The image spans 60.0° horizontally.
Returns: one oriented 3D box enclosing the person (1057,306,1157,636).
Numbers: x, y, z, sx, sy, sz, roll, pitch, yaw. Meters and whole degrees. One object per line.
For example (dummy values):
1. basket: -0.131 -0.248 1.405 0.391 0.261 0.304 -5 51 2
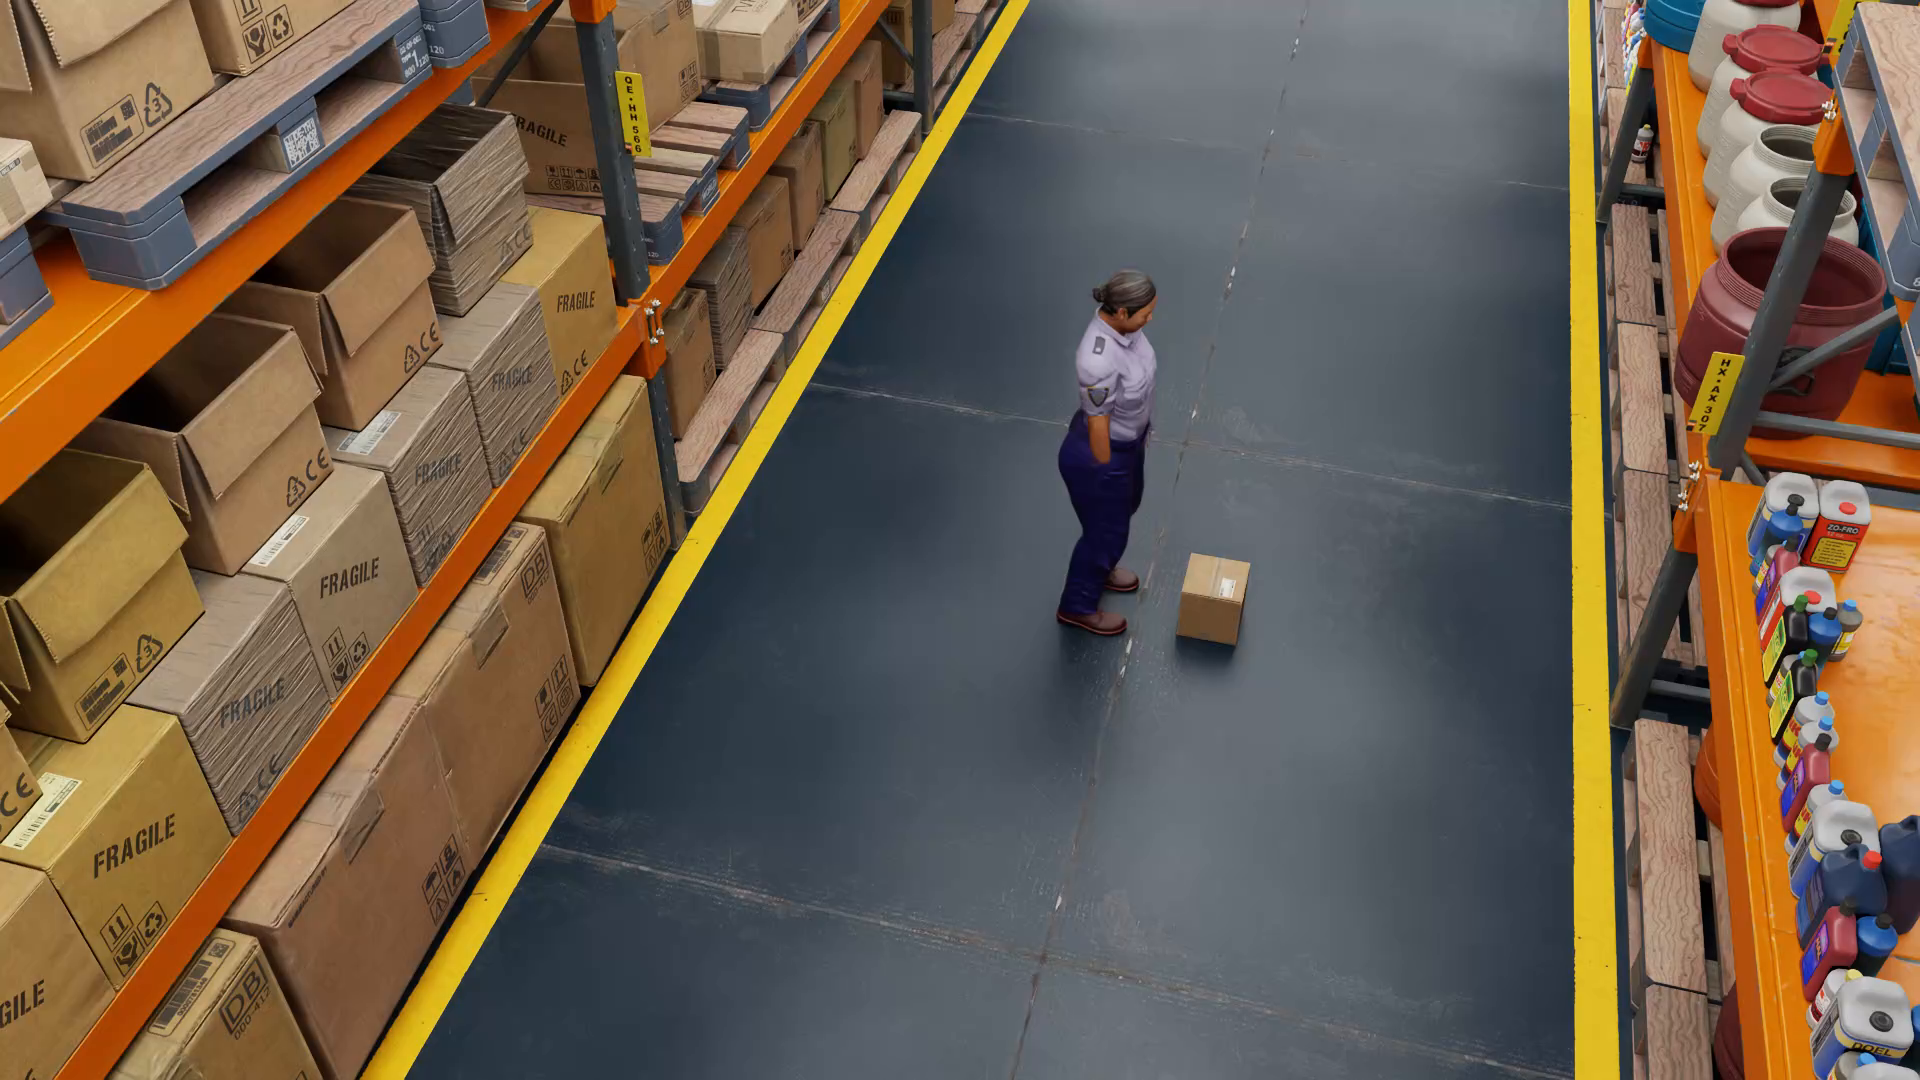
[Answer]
1. person: 0.584 -0.300 6.664 0.337 1.457 0.473 11 42 12
